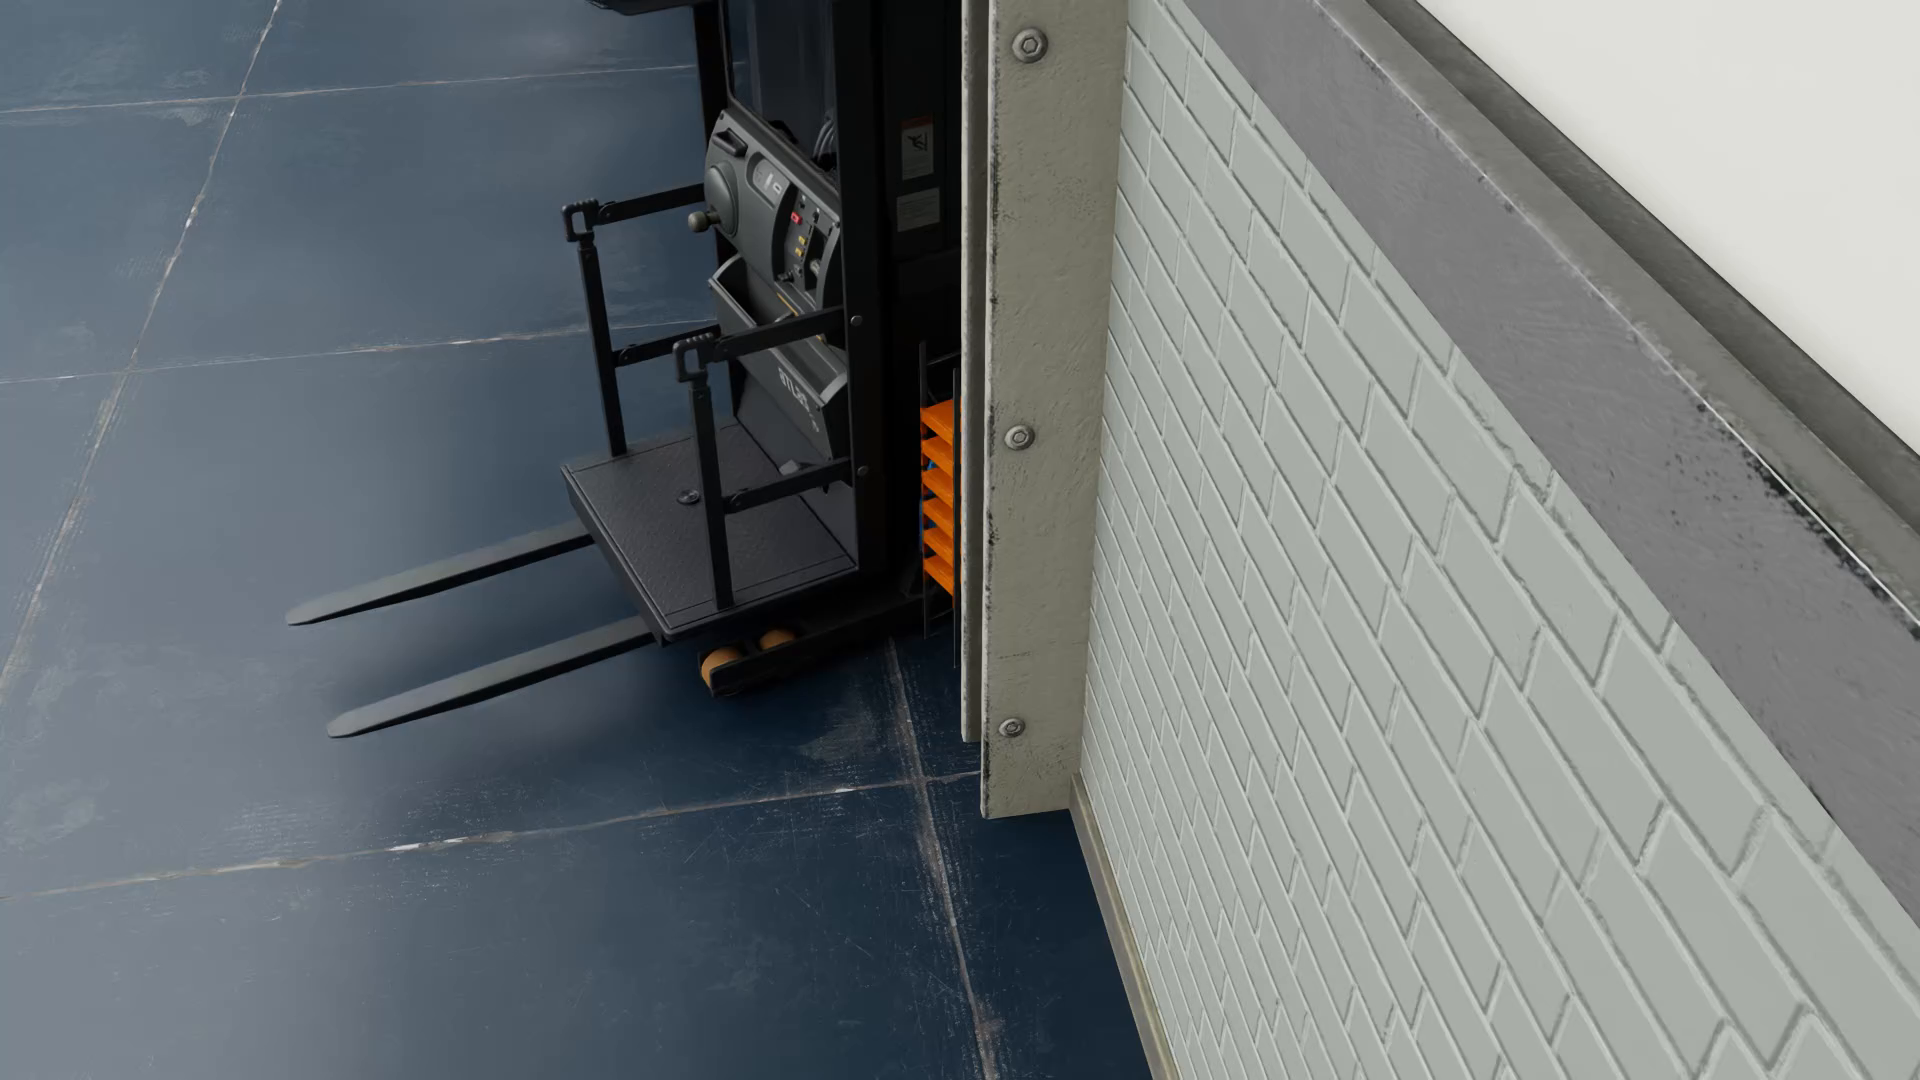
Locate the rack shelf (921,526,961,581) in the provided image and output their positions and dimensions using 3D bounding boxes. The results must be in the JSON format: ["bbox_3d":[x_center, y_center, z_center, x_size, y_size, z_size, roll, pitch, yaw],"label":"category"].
[{"bbox_3d":[0.029,0.008,5.530,0.258,0.103,0.180,-23,43,-26],"label":"rack shelf"}]

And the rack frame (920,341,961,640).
[{"bbox_3d":[-0.023,-0.169,5.489,0.240,1.200,0.006,-23,43,-26],"label":"rack frame"}]

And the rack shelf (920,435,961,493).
[{"bbox_3d":[0.029,-0.277,5.309,0.258,0.103,0.180,-23,43,-26],"label":"rack shelf"}]

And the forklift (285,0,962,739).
[{"bbox_3d":[-0.776,-1.005,5.155,3.031,2.935,1.130,-19,42,-23],"label":"forklift"}]

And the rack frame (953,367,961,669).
[{"bbox_3d":[0.080,-0.076,5.370,0.240,1.200,0.006,-23,43,-26],"label":"rack frame"}]

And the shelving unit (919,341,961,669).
[{"bbox_3d":[0.029,-0.122,5.429,0.258,1.200,0.189,-23,43,-26],"label":"shelving unit"}]

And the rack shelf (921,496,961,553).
[{"bbox_3d":[0.029,-0.087,5.457,0.258,0.103,0.180,-23,43,-26],"label":"rack shelf"}]

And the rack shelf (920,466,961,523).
[{"bbox_3d":[0.029,-0.182,5.383,0.258,0.103,0.180,-23,43,-26],"label":"rack shelf"}]

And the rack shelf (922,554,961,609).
[{"bbox_3d":[0.029,0.102,5.604,0.258,0.103,0.180,-23,43,-26],"label":"rack shelf"}]

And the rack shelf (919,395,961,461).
[{"bbox_3d":[0.029,-0.371,5.236,0.258,0.103,0.180,-23,43,-26],"label":"rack shelf"}]

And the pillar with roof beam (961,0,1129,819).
[{"bbox_3d":[-4.049,-2.364,1.957,9.100,9.000,0.400,-6,38,-8],"label":"pillar with roof beam"}]
